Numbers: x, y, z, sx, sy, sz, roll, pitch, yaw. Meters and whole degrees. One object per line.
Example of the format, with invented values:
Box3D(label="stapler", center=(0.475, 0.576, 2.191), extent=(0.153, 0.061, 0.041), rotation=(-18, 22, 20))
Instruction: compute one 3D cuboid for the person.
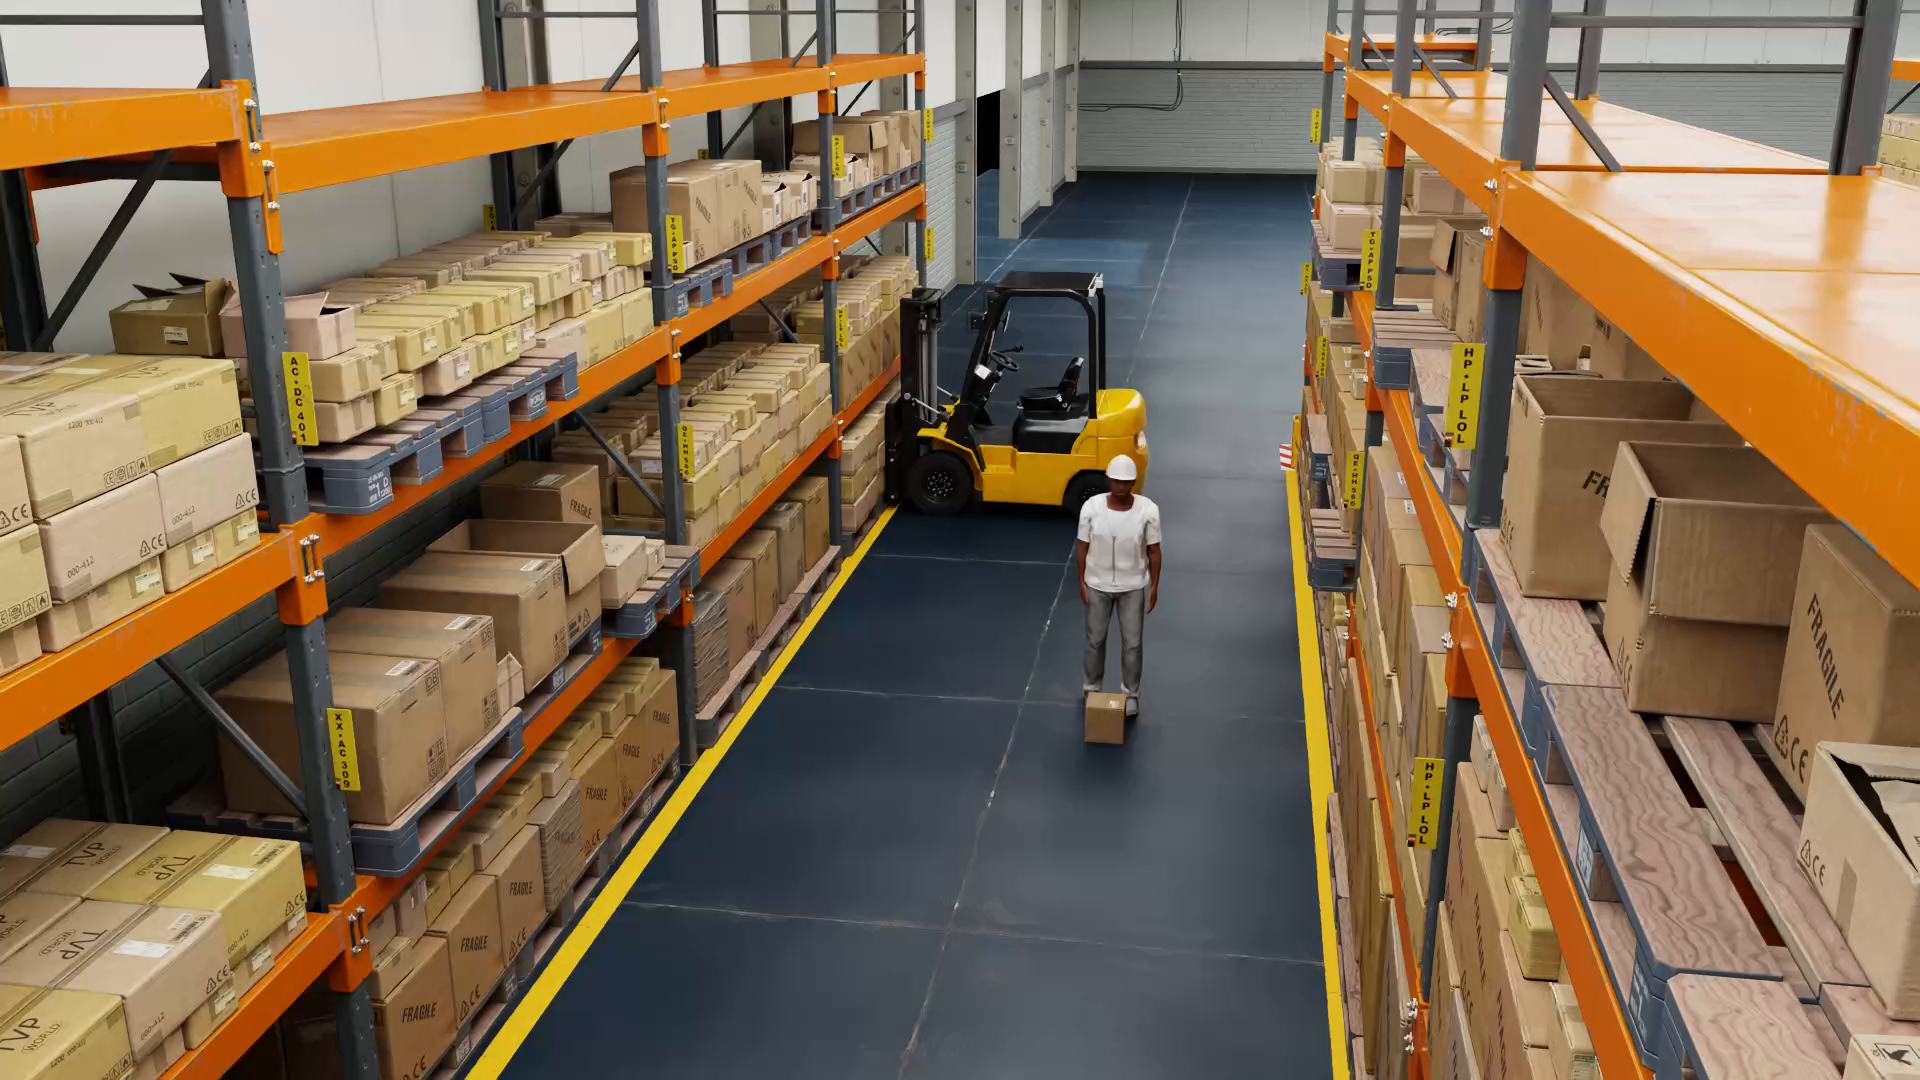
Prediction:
Box3D(label="person", center=(1.050, 0.312, 11.079), extent=(0.565, 1.782, 0.387), rotation=(3, 18, 10))
